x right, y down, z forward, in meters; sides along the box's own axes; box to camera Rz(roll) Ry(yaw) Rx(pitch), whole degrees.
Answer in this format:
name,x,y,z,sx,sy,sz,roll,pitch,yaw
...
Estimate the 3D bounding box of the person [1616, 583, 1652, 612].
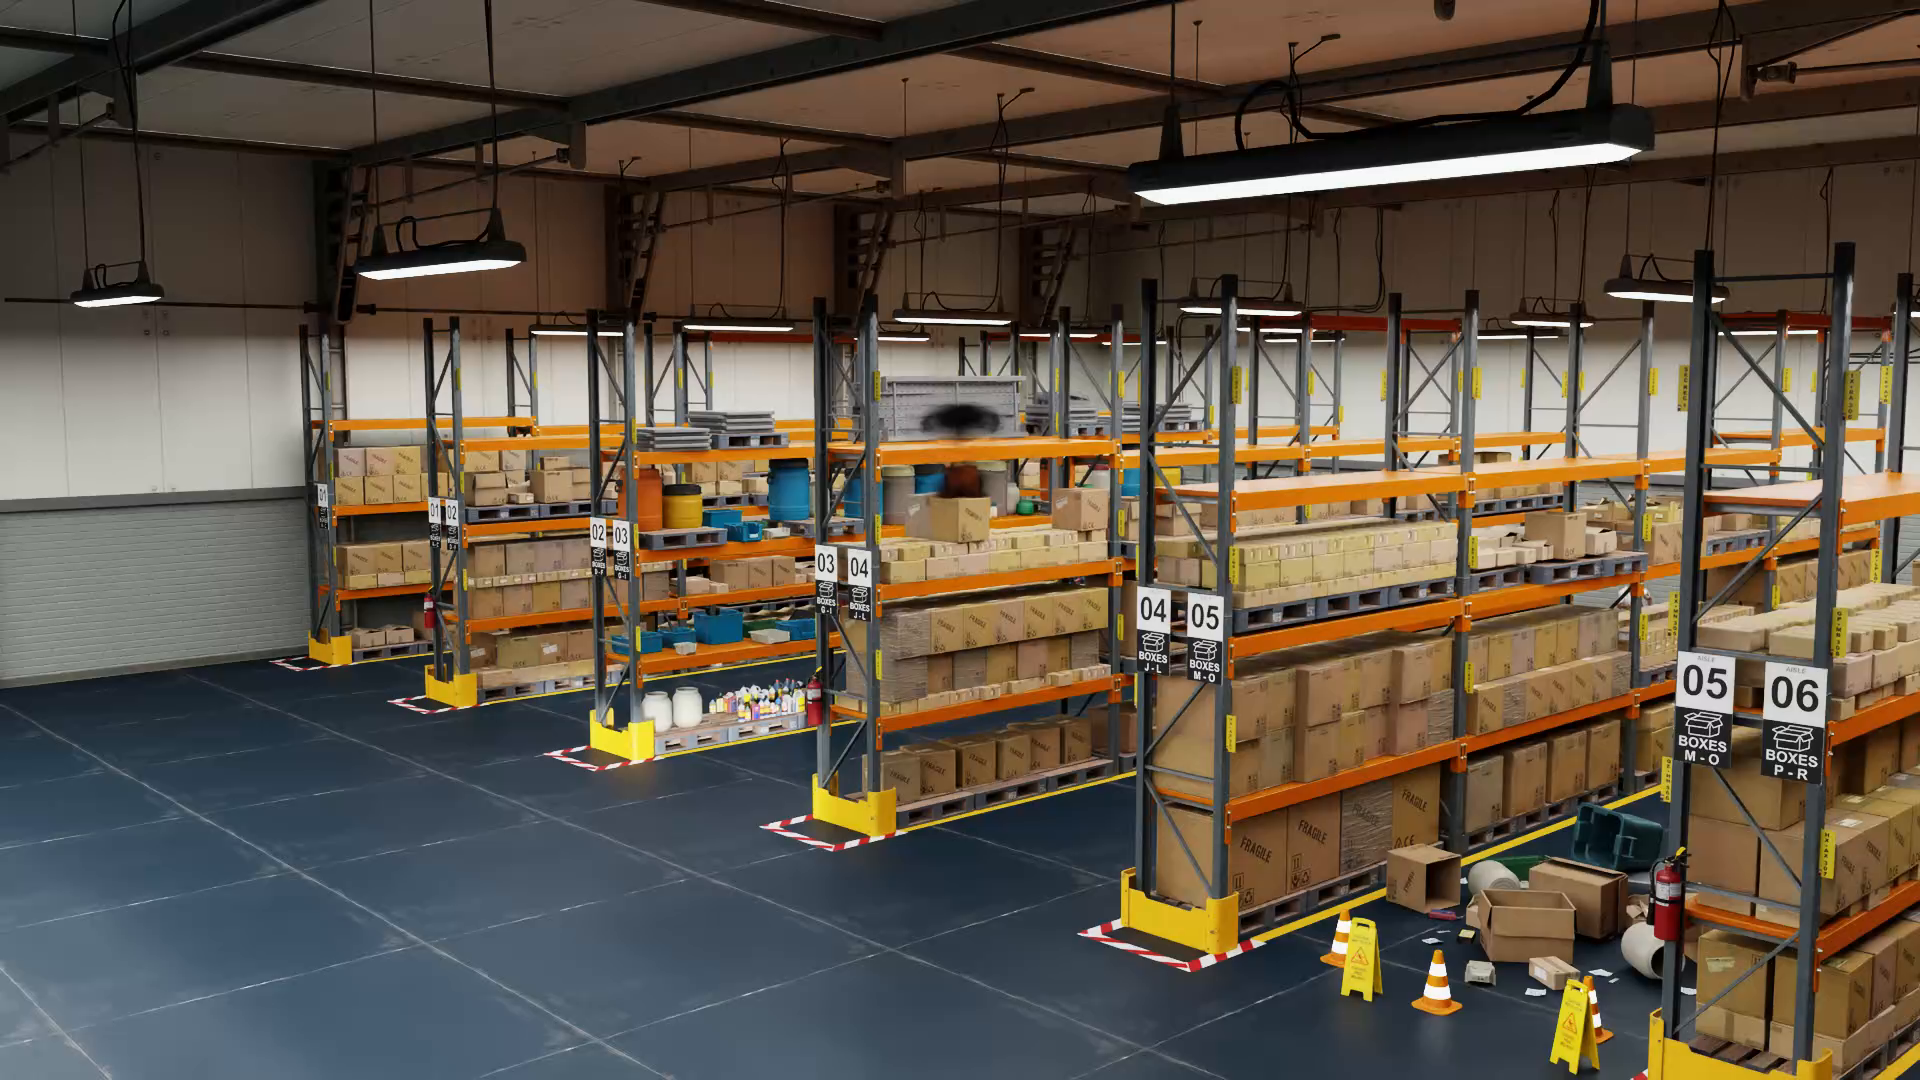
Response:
name,x,y,z,sx,sy,sz,roll,pitch,yaw
person,-7.991,0.302,19.255,26.385,5.890,36.027,3,7,28
